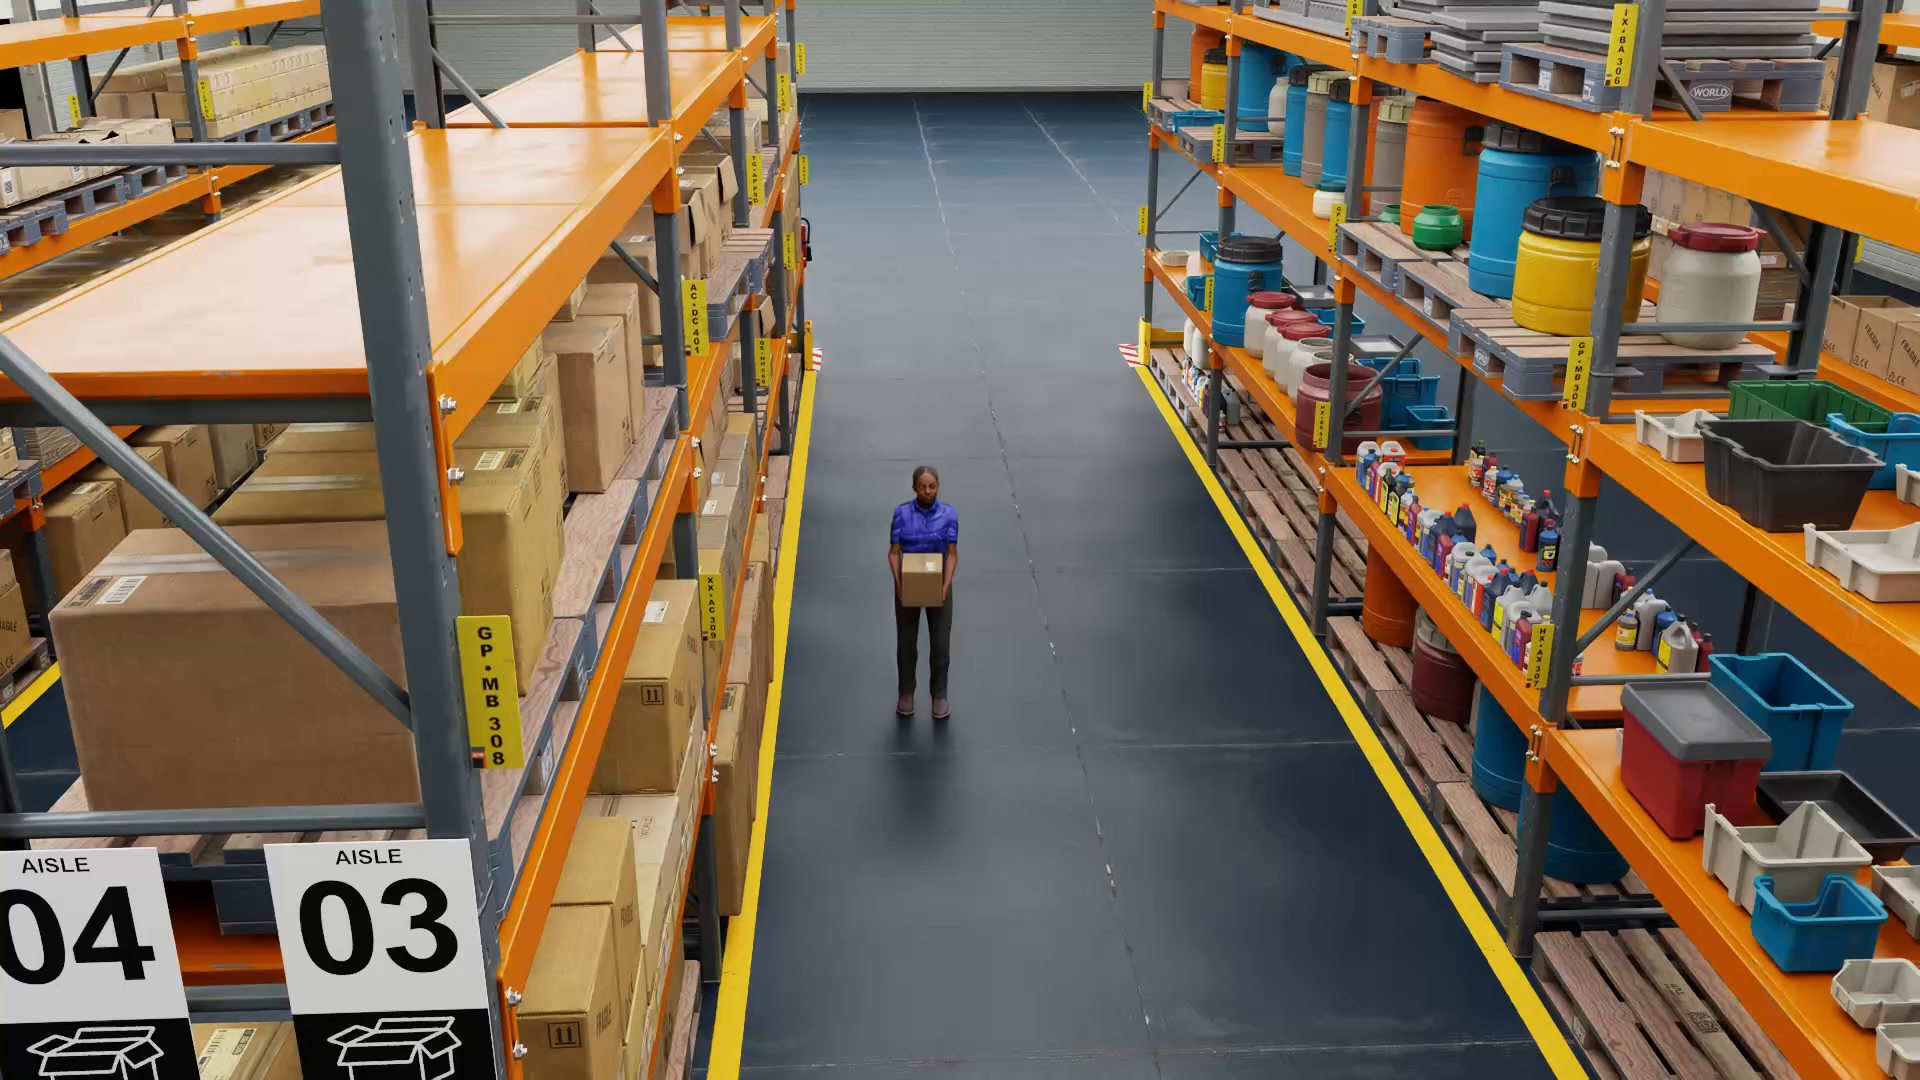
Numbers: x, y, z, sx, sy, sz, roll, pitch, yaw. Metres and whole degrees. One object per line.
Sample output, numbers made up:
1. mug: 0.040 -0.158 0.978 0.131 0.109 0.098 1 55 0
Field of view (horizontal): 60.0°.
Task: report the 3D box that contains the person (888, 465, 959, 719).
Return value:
1. person: -0.235 0.350 10.664 0.451 1.651 0.510 0 21 0
